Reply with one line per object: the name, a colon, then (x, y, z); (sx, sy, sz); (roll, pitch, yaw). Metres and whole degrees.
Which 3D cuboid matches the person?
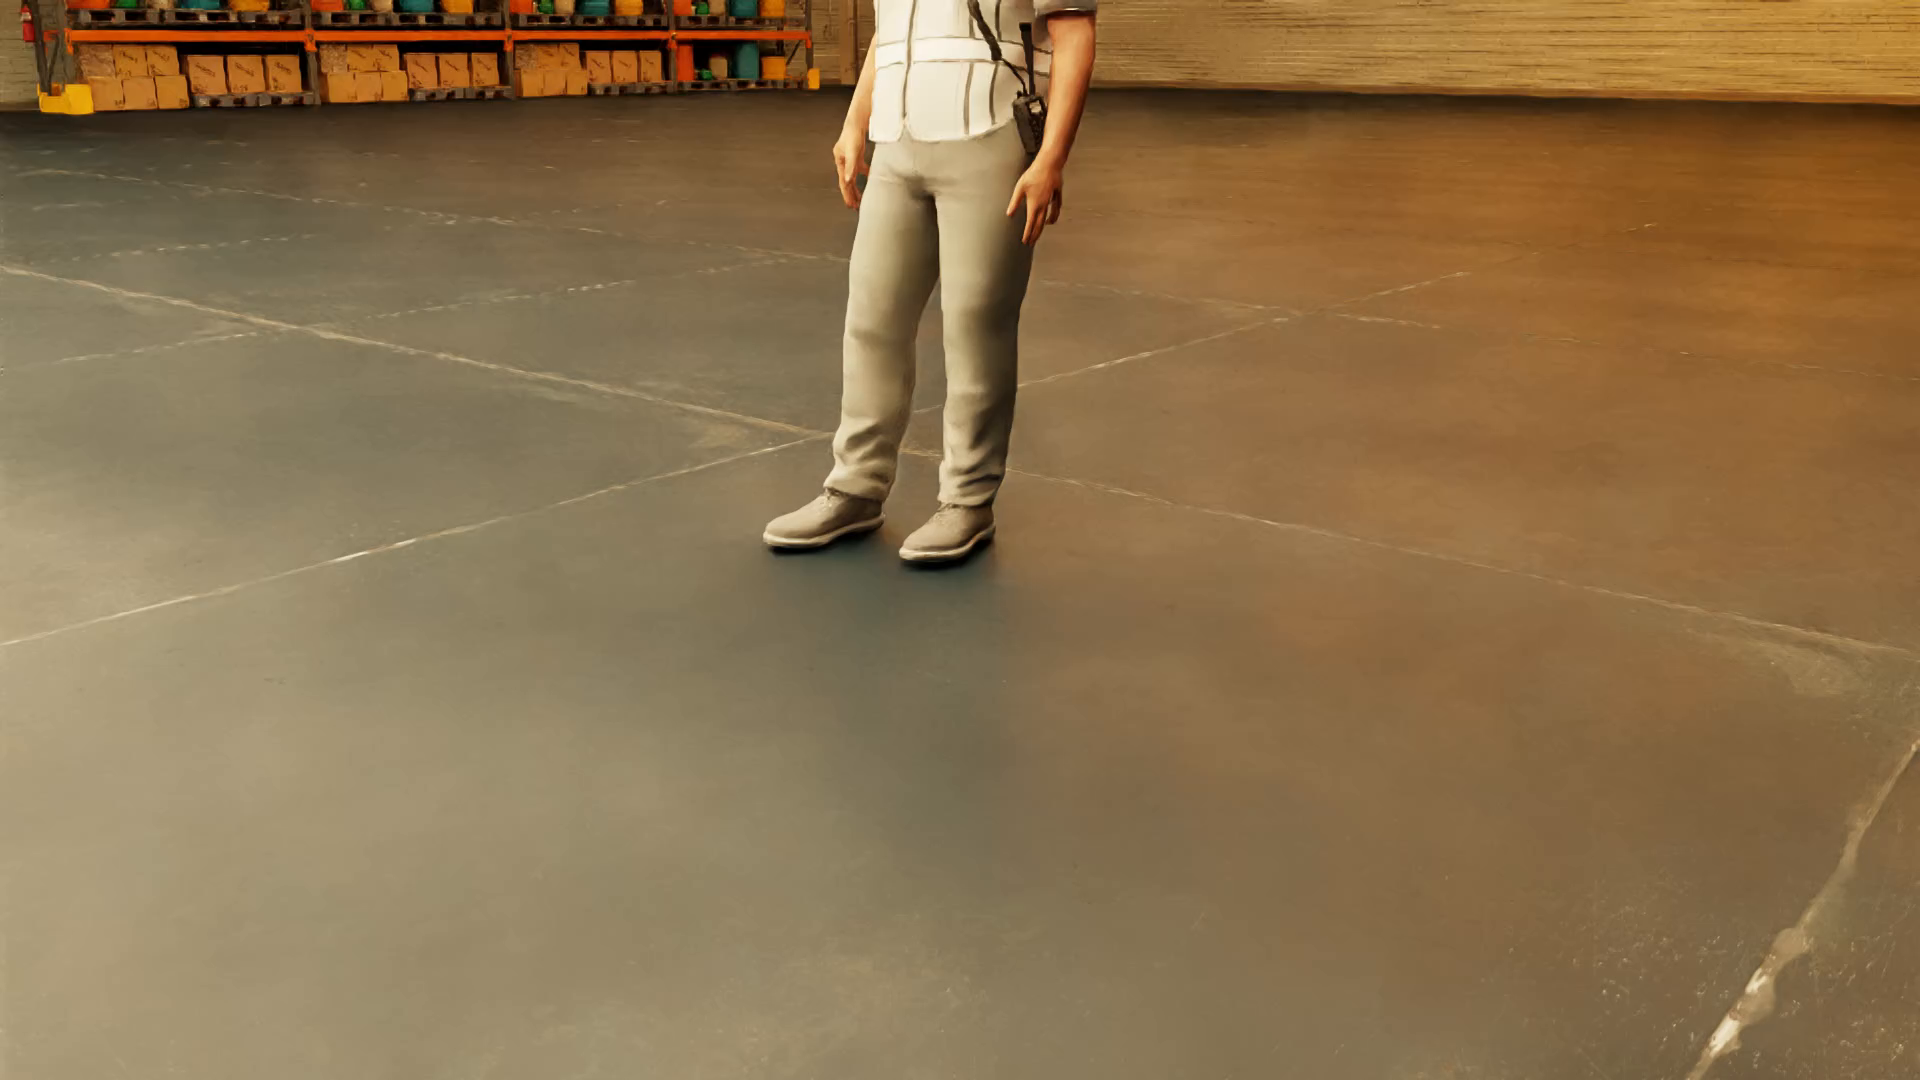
person: (-0.059, -0.844, 3.631); (0.640, 1.778, 0.574); (13, 21, 37)
